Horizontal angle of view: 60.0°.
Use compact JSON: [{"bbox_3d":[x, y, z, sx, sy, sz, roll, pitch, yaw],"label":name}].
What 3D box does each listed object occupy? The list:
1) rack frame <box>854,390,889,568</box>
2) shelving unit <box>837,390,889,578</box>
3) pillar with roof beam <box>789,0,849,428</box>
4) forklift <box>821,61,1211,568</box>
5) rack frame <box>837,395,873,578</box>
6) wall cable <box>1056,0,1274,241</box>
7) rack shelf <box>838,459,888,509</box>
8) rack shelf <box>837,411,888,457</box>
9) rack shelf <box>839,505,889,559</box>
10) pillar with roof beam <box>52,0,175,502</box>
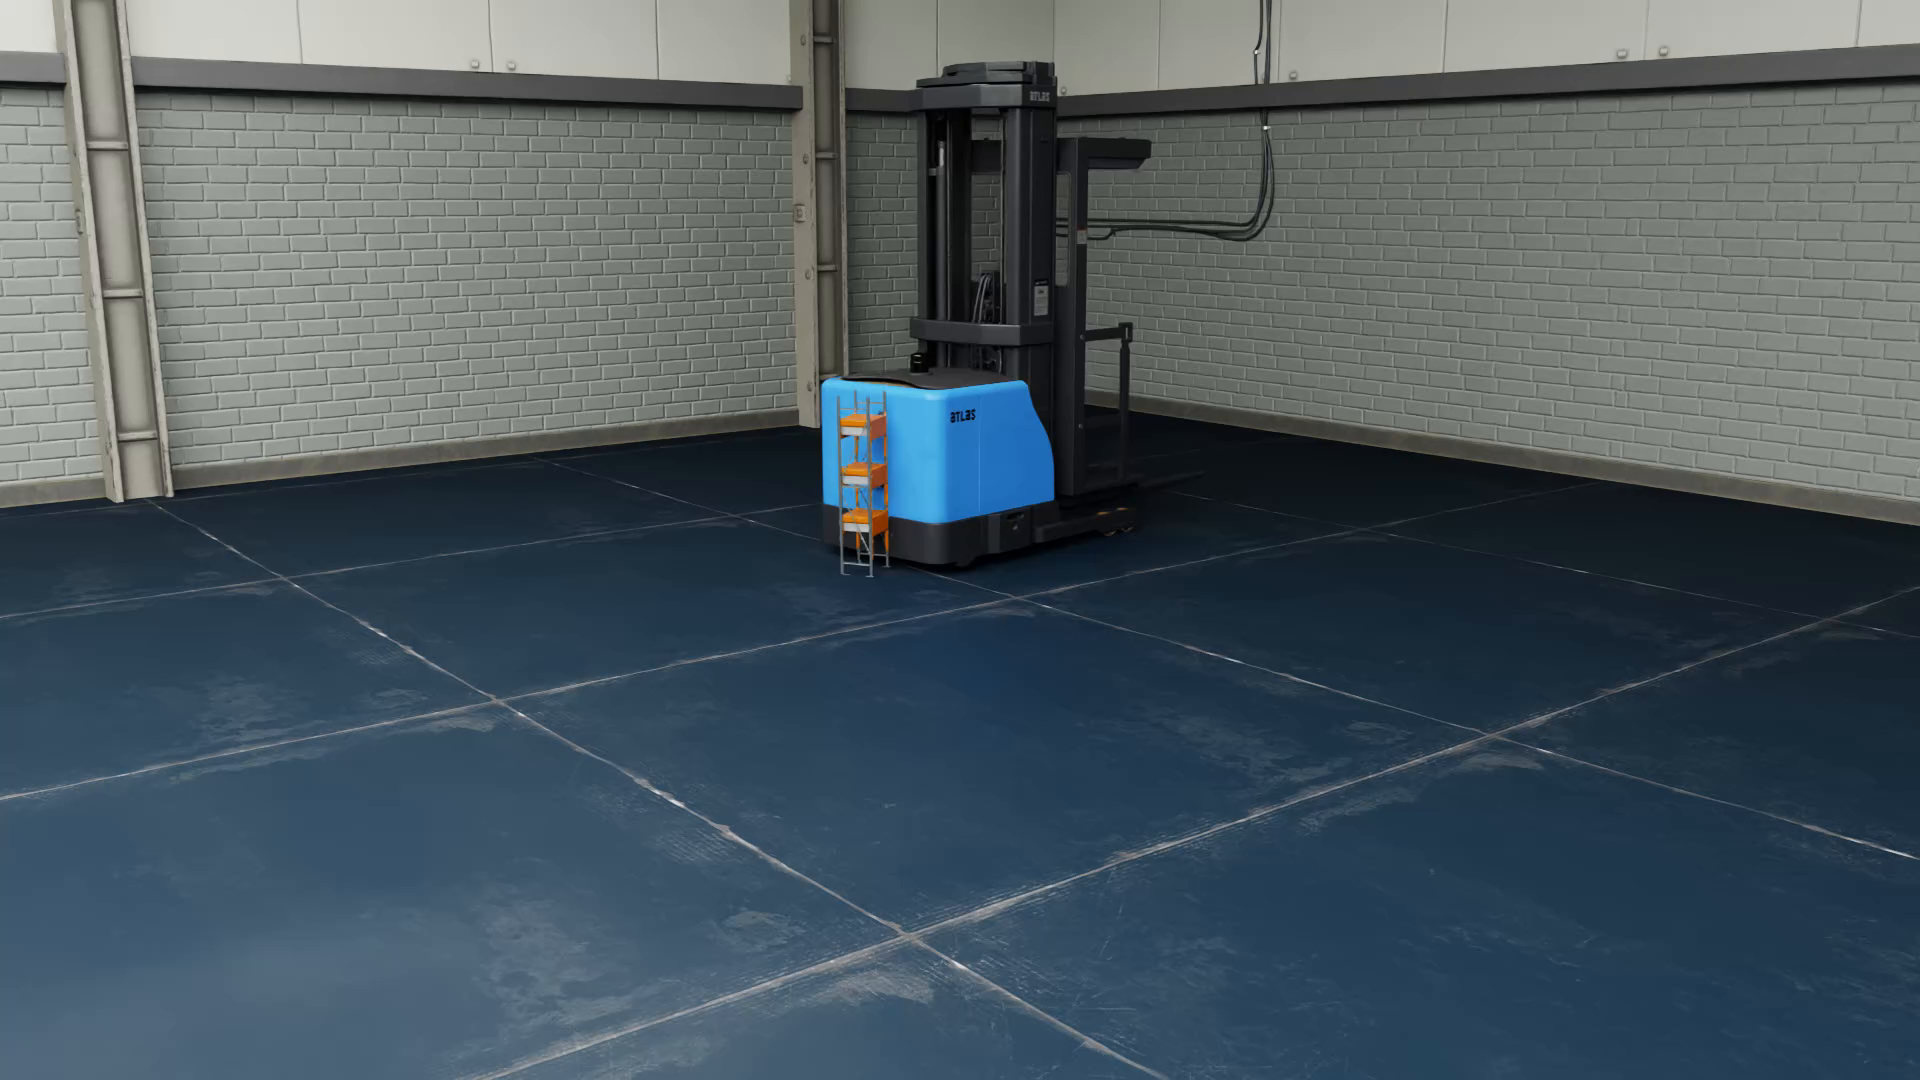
[{"bbox_3d":[-0.519,-0.354,9.746,0.200,1.050,0.008,4,14,19],"label":"rack frame"},{"bbox_3d":[-0.560,-0.328,9.634,0.215,1.050,0.252,4,14,19],"label":"shelving unit"},{"bbox_3d":[1.396,-4.800,11.571,0.400,9.000,9.100,-9,15,-38],"label":"pillar with roof beam"},{"bbox_3d":[0.514,-1.517,10.715,1.130,2.935,3.031,11,16,42],"label":"forklift"},{"bbox_3d":[-0.602,-0.302,9.523,0.200,1.050,0.008,4,14,19],"label":"rack frame"},{"bbox_3d":[1.833,-4.148,15.972,0.112,2.526,3.097,-9,15,-38],"label":"wall cable"},{"bbox_3d":[-0.560,-0.318,9.637,0.215,0.259,0.240,4,14,19],"label":"rack shelf"},{"bbox_3d":[-0.562,-0.594,9.573,0.215,0.259,0.240,4,14,19],"label":"rack shelf"},{"bbox_3d":[-0.558,-0.047,9.700,0.215,0.259,0.240,4,14,19],"label":"rack shelf"},{"bbox_3d":[-3.290,-4.022,7.905,0.400,9.000,9.100,-9,15,-38],"label":"pillar with roof beam"}]
